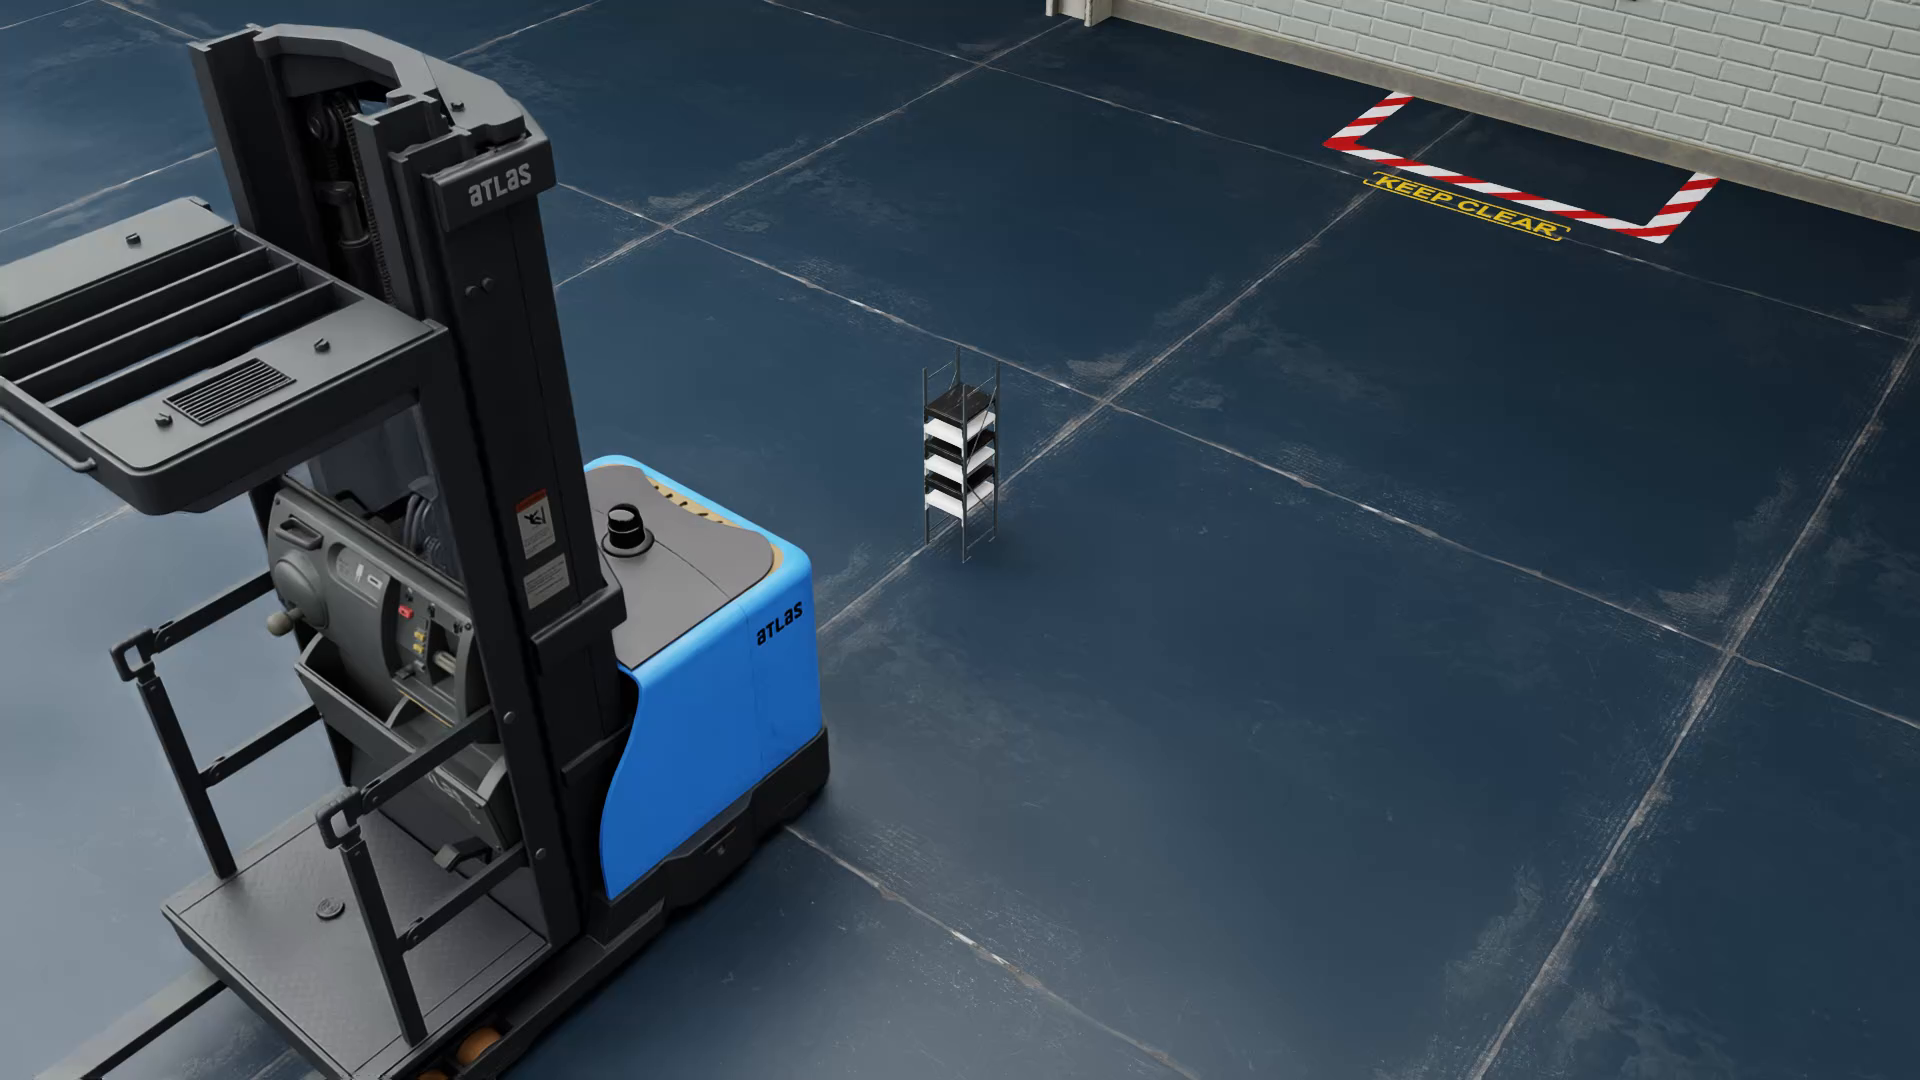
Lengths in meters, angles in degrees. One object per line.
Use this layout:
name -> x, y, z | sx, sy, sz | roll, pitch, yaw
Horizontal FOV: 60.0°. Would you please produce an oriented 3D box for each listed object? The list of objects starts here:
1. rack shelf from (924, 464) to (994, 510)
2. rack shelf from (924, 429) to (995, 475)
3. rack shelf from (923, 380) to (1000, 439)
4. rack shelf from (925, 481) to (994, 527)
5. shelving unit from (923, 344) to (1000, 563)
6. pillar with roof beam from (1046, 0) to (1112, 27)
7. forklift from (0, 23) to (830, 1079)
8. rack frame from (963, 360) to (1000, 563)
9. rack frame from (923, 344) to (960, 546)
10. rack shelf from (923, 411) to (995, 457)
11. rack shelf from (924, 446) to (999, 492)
rack shelf -> 0.006, -0.254, 7.045 | 0.200, 0.077, 0.258 | 25, 45, 29
rack shelf -> 0.006, -0.396, 6.934 | 0.200, 0.077, 0.258 | 25, 45, 29
rack shelf -> 0.006, -0.538, 6.823 | 0.200, 0.077, 0.258 | 25, 45, 29
rack shelf -> 0.006, -0.183, 7.100 | 0.200, 0.077, 0.258 | 25, 45, 29
shelving unit -> 0.006, -0.351, 6.969 | 0.210, 0.900, 0.258 | 25, 45, 29
pillar with roof beam -> -1.742, -5.278, 6.691 | 0.400, 9.000, 9.100 | 25, 45, 29
forklift -> -1.792, 0.256, 4.546 | 1.130, 2.935, 3.031 | 27, 45, 30
rack frame -> 0.087, -0.313, 6.920 | 0.006, 0.900, 0.240 | 25, 45, 29
rack frame -> -0.074, -0.389, 7.017 | 0.006, 0.900, 0.240 | 25, 45, 29
rack shelf -> 0.006, -0.467, 6.878 | 0.200, 0.077, 0.258 | 25, 45, 29
rack shelf -> 0.006, -0.325, 6.989 | 0.200, 0.077, 0.258 | 25, 45, 29
